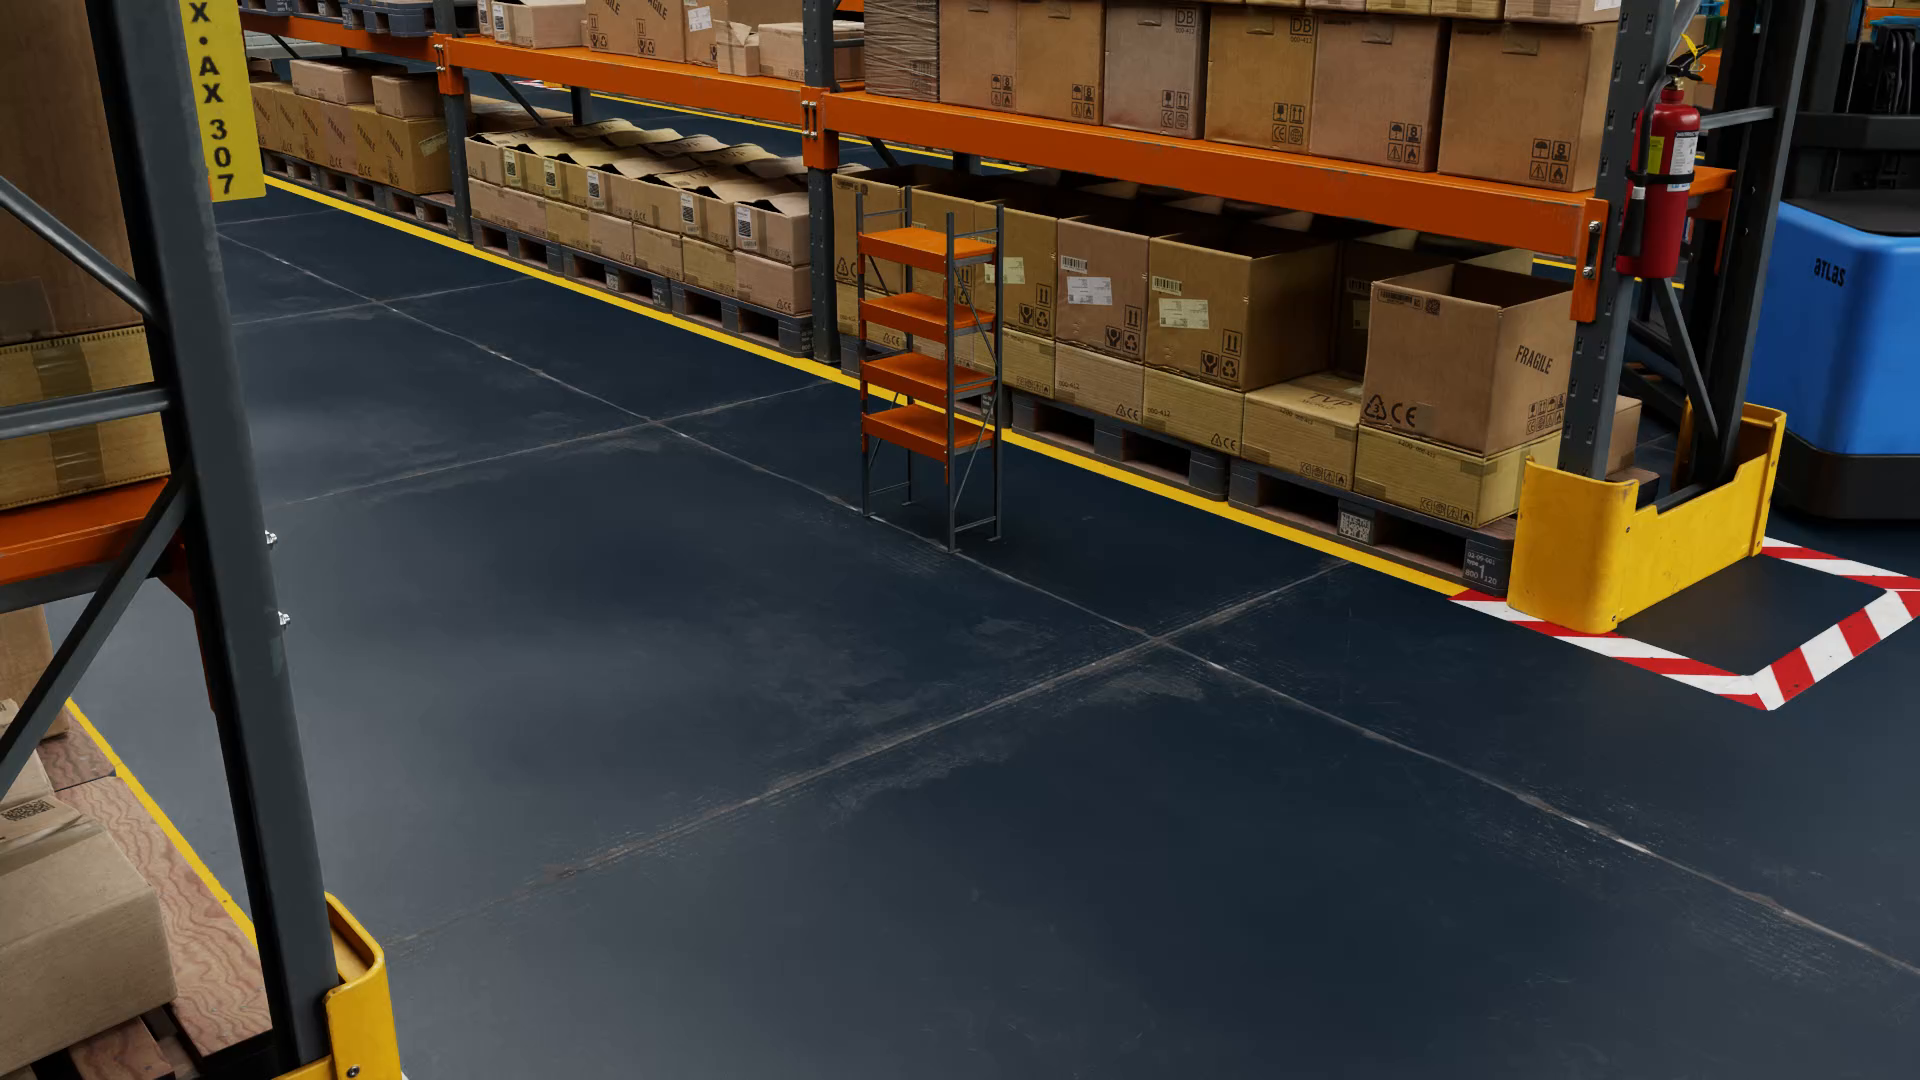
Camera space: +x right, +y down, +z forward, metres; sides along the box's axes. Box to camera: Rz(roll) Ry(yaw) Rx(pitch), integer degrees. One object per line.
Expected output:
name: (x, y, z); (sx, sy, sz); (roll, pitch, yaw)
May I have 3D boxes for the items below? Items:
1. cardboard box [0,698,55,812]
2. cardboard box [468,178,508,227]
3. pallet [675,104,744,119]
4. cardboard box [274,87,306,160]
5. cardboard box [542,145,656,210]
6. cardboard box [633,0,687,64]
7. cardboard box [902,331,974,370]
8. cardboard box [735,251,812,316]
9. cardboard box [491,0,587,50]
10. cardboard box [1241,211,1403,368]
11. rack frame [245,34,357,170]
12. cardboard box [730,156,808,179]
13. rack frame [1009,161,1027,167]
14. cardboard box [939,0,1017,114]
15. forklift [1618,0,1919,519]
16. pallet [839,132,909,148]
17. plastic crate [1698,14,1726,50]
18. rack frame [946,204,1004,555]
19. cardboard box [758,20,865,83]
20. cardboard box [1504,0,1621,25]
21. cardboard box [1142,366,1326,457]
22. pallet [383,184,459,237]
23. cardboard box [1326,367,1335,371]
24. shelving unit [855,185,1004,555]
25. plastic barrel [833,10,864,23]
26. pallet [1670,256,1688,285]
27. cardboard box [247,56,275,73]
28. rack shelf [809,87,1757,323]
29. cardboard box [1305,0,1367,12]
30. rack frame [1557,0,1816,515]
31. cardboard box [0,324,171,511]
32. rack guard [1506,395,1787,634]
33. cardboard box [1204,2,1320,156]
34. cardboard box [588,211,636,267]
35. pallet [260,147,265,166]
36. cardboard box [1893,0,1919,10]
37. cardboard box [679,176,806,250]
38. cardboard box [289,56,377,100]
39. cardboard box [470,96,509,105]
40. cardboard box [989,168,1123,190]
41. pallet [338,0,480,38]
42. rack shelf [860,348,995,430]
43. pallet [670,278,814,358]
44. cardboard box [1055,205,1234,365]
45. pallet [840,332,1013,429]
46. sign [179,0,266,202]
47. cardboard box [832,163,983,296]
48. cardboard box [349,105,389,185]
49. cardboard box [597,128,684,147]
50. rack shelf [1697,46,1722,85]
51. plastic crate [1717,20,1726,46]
cardboard box: (-2.204, 0.574, 3.488); (0.500, 0.311, 0.500); (-15, 26, -33)
cardboard box: (-2.801, -2.194, 10.667); (0.500, 0.250, 0.500); (-18, 27, -38)
pallet: (-2.286, -4.672, 17.623); (1.003, 0.211, 1.213); (-17, 27, -37)
cardboard box: (-5.043, -3.303, 13.128); (0.500, 0.500, 0.500); (-17, 27, -37)
cardboard box: (-2.120, -2.170, 9.838); (0.500, 0.311, 0.500); (-18, 28, -39)
cardboard box: (-1.469, -2.935, 9.227); (0.500, 0.500, 0.500); (-17, 27, -37)
cardboard box: (0.086, -0.964, 7.526); (0.500, 0.250, 0.500); (-17, 27, -37)
cardboard box: (-0.799, -1.349, 8.510); (0.500, 0.250, 0.500); (-18, 28, -38)
cardboard box: (-2.483, -3.159, 10.058); (0.500, 0.311, 0.500); (-18, 28, -38)
cardboard box: (1.456, -1.021, 6.645); (0.500, 0.500, 0.500); (-17, 27, -37)
rack frame: (-5.531, -4.598, 13.612); (1.000, 3.000, 0.127); (-17, 27, -37)
cardboard box: (-1.052, -2.020, 9.455); (0.500, 0.311, 0.500); (-19, 28, -39)
rack frame: (0.835, -4.671, 13.798); (1.000, 3.000, 0.127); (-17, 27, -37)
cardboard box: (0.334, -2.169, 7.273); (0.700, 0.500, 0.500); (-18, 28, -38)
forklift: (3.585, -1.925, 6.881); (1.130, 2.935, 3.031); (0, 21, 0)
pallet: (-0.504, -3.918, 15.697); (1.003, 0.211, 1.213); (-17, 27, -37)
plastic crate: (4.118, -3.025, 9.886); (0.450, 0.188, 0.662); (-17, 27, -37)
rack frame: (0.051, -0.537, 5.710); (0.240, 1.200, 0.015); (-17, 27, -37)
cardboard box: (-0.664, -2.444, 8.317); (0.500, 0.250, 0.500); (-15, 26, -34)
cardboard box: (1.908, -1.692, 5.164); (0.380, 0.149, 0.250); (-18, 28, -38)
cardboard box: (1.065, -0.549, 6.467); (0.500, 0.250, 0.500); (-17, 27, -37)
pallet: (-3.379, -2.410, 11.848); (1.003, 0.211, 1.213); (-17, 27, -37)
cardboard box: (1.465, -0.675, 6.789); (0.500, 0.250, 0.500); (-17, 27, -37)
shelving unit: (-0.108, -0.604, 5.882); (0.258, 1.200, 0.503); (-17, 27, -37)
plastic barrel: (-0.972, -4.645, 16.032); (0.600, 0.901, 0.708); (-17, 27, -37)
pallet: (4.653, -1.735, 10.125); (1.003, 0.211, 1.213); (-17, 27, -37)
cardboard box: (-6.761, -4.159, 15.309); (0.797, 0.503, 0.637); (-17, 27, -37)
rack shelf: (0.996, -1.501, 6.689); (1.077, 0.370, 4.000); (-17, 27, -37)
cardboard box: (1.407, -1.904, 5.707); (0.380, 0.149, 0.250); (-17, 27, -37)
rack frame: (2.302, -1.283, 5.147); (1.000, 3.000, 0.127); (-17, 27, -37)
cardboard box: (-1.526, -0.253, 2.694); (0.500, 0.250, 0.500); (-18, 28, -39)
rack guard: (2.318, -0.113, 5.586); (1.175, 0.500, 0.348); (-17, 27, -37)
cardboard box: (1.341, -1.744, 6.187); (0.700, 0.500, 0.500); (-17, 27, -37)
cardboard box: (-1.794, -1.771, 9.588); (0.500, 0.250, 0.500); (-17, 27, -36)
pallet: (-5.979, -3.490, 14.605); (1.003, 0.211, 1.213); (-17, 27, -37)
cardboard box: (7.618, -4.296, 13.184); (0.380, 0.149, 0.250); (-17, 27, -37)
cardboard box: (-1.135, -1.750, 8.766); (0.500, 0.311, 0.500); (-17, 27, -36)
cardboard box: (-4.747, -3.521, 12.656); (0.500, 0.250, 0.500); (-17, 27, -37)
cardboard box: (-3.670, -3.011, 12.383); (0.500, 0.500, 0.500); (-18, 28, -38)
cardboard box: (0.477, -1.436, 7.702); (0.500, 0.500, 0.500); (-17, 27, -37)
pallet: (-3.416, -3.575, 11.260); (1.213, 0.211, 1.003); (-17, 27, -37)
rack shelf: (-0.108, -0.542, 5.907); (0.258, 0.148, 0.480); (-17, 27, -37)
pallet: (-0.820, -1.284, 8.973); (1.003, 0.211, 1.213); (-17, 27, -37)
cardboard box: (0.737, -1.036, 6.682); (0.500, 0.500, 0.500); (-17, 27, -37)
pallet: (0.178, -0.860, 7.891); (1.003, 0.211, 1.213); (-17, 27, -37)
sign: (-1.038, -0.635, 2.305); (0.100, 0.325, 0.005); (-17, 27, -37)
cardboard box: (-0.244, -1.450, 7.739); (0.500, 0.500, 0.500); (-17, 27, -37)
cardboard box: (-4.046, -2.880, 12.048); (0.500, 0.500, 0.500); (-19, 28, -39)
cardboard box: (-2.048, -2.442, 10.530); (0.500, 0.311, 0.500); (-18, 28, -38)
rack shelf: (4.751, -2.679, 9.697); (1.077, 0.370, 4.000); (-17, 27, -37)
plastic crate: (4.698, -3.055, 10.033); (0.530, 0.136, 0.437); (-17, 27, -37)
